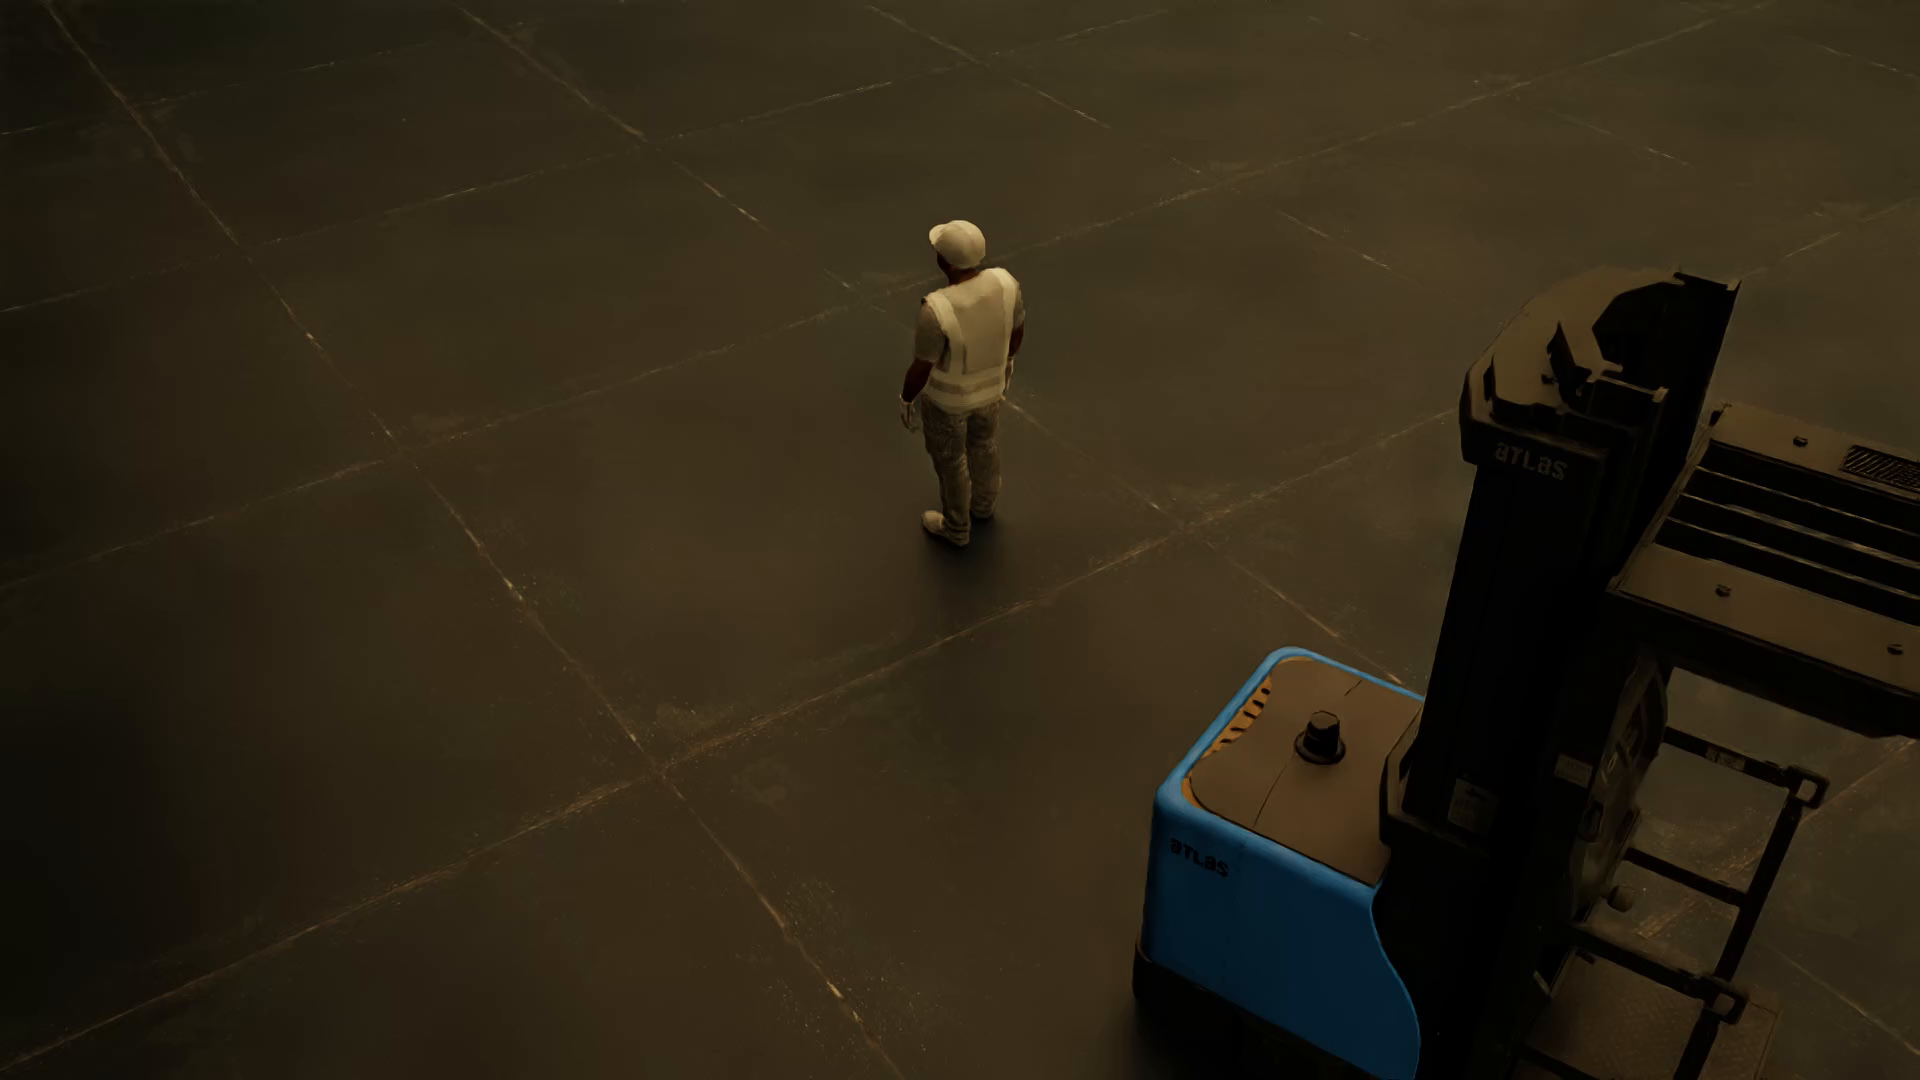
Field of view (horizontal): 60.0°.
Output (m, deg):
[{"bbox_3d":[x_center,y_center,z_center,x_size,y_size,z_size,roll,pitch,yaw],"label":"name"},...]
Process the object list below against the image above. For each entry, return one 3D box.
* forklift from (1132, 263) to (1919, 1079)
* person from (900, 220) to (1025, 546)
[{"bbox_3d":[2.132,0.785,4.883,3.031,2.935,1.130,22,42,27],"label":"forklift"},{"bbox_3d":[-0.035,-0.760,7.926,0.655,1.782,0.576,-23,42,-28],"label":"person"}]
